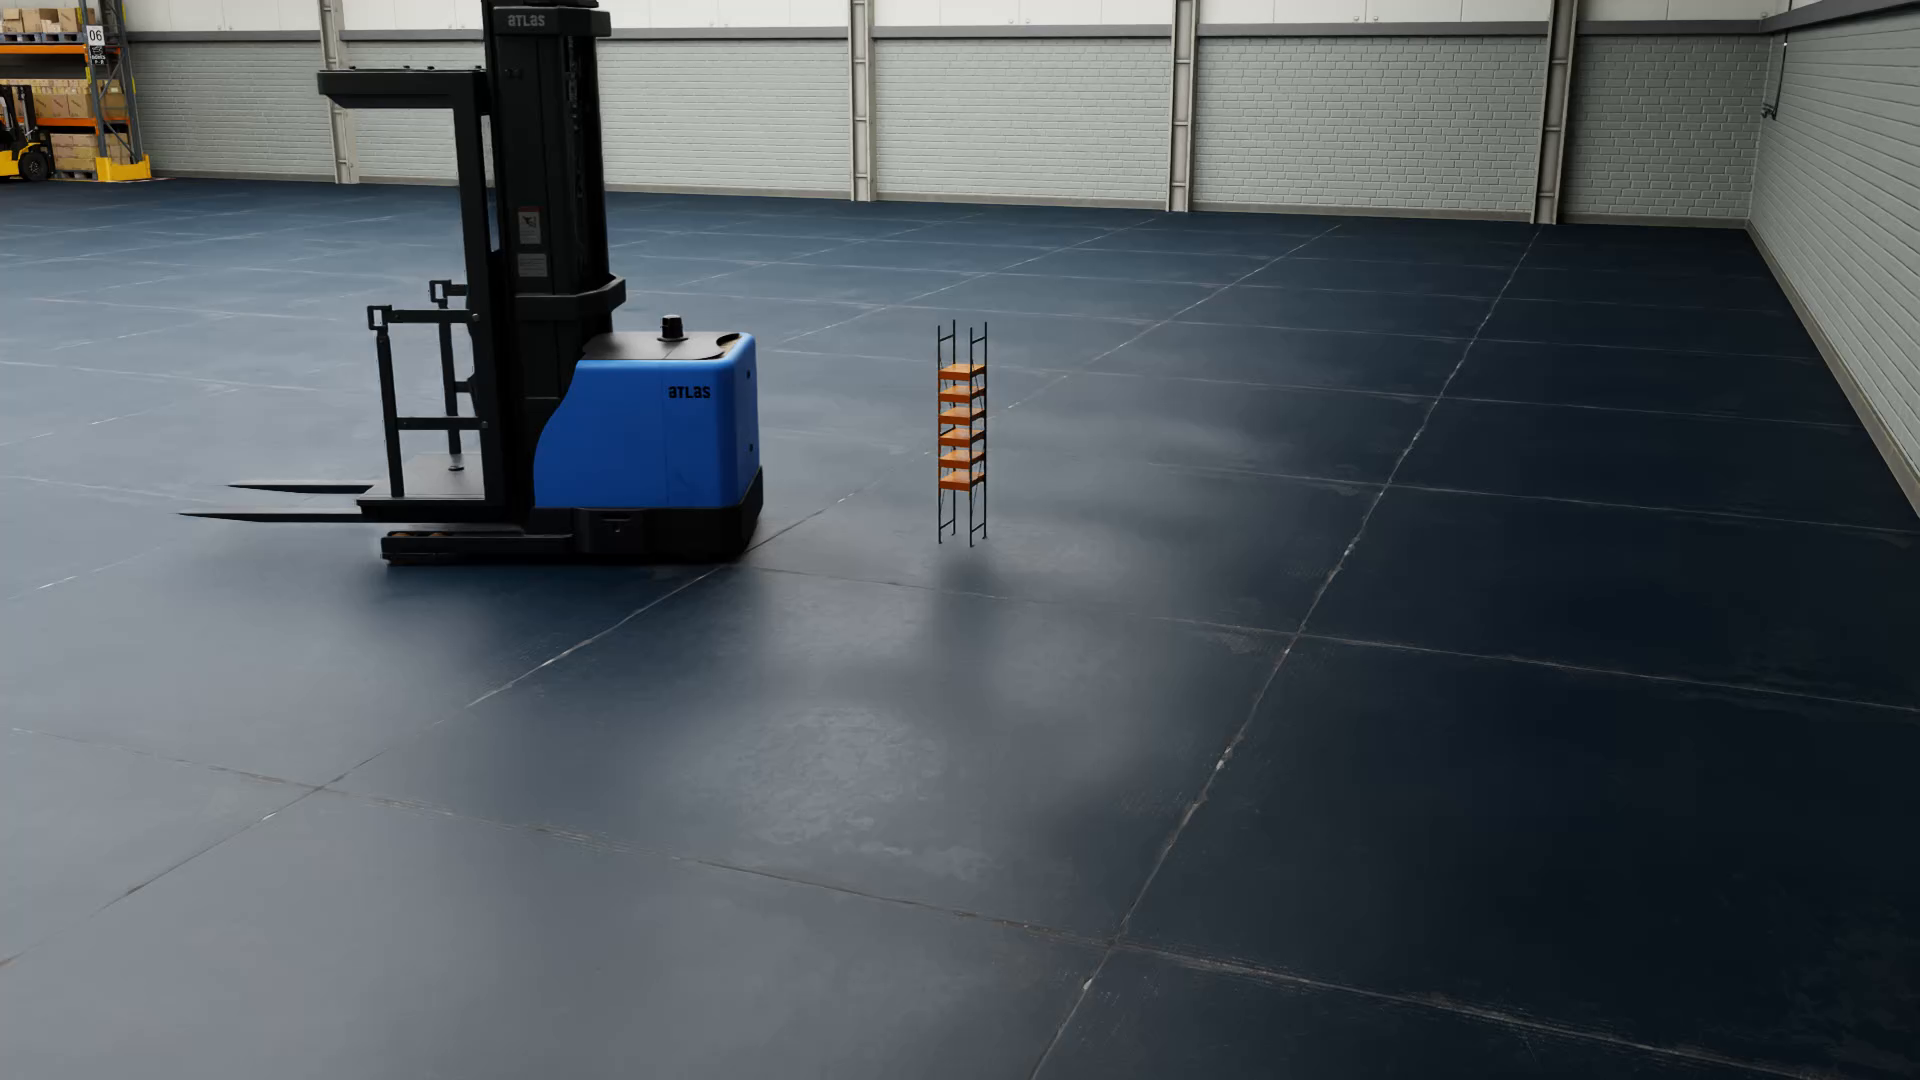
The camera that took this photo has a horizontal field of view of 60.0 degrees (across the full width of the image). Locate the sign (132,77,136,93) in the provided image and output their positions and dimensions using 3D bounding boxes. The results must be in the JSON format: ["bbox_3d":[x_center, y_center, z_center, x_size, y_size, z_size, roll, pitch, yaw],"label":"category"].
[{"bbox_3d":[-18.003,-9.896,36.187,0.005,0.325,0.100,6,17,21],"label":"sign"}]

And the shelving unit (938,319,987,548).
[{"bbox_3d":[0.013,-0.575,9.001,0.189,1.200,0.258,6,17,21],"label":"shelving unit"}]

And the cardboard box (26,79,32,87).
[{"bbox_3d":[-20.052,-9.939,36.153,0.250,0.149,0.380,7,17,21],"label":"cardboard box"}]

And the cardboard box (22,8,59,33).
[{"bbox_3d":[-19.629,-11.150,35.709,0.500,0.500,0.700,6,17,21],"label":"cardboard box"}]

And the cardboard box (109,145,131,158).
[{"bbox_3d":[-18.573,-8.522,36.432,0.500,0.250,0.500,7,17,22],"label":"cardboard box"}]

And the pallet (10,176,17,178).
[{"bbox_3d":[-21.209,-8.277,37.306,1.213,0.211,1.003,6,17,21],"label":"pallet"}]

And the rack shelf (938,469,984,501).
[{"bbox_3d":[0.013,-0.302,9.081,0.180,0.103,0.258,6,17,21],"label":"rack shelf"}]

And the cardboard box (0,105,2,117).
[{"bbox_3d":[-21.125,-9.594,36.663,0.500,0.500,0.500,7,17,22],"label":"cardboard box"}]

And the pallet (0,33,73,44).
[{"bbox_3d":[-19.999,-10.901,36.120,1.213,0.211,1.003,6,17,21],"label":"pallet"}]

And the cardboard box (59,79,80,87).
[{"bbox_3d":[-19.117,-9.821,35.745,0.250,0.149,0.380,7,17,22],"label":"cardboard box"}]

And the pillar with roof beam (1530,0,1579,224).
[{"bbox_3d":[7.799,-8.300,21.623,0.400,9.000,9.100,6,17,21],"label":"pillar with roof beam"}]

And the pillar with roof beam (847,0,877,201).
[{"bbox_3d":[-3.364,-9.527,25.851,0.400,9.000,9.100,6,17,21],"label":"pillar with roof beam"}]

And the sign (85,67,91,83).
[{"bbox_3d":[-18.424,-9.830,35.151,0.005,0.325,0.100,6,17,21],"label":"sign"}]

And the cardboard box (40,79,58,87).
[{"bbox_3d":[-19.604,-9.863,35.892,0.250,0.149,0.380,7,18,22],"label":"cardboard box"}]

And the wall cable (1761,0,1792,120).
[{"bbox_3d":[11.634,-7.281,23.682,0.112,2.526,3.097,6,17,21],"label":"wall cable"}]

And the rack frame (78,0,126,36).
[{"bbox_3d":[-18.212,-12.180,34.989,0.127,3.000,1.000,6,17,21],"label":"rack frame"}]

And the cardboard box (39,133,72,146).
[{"bbox_3d":[-19.705,-8.727,36.238,0.500,0.250,0.500,7,17,21],"label":"cardboard box"}]

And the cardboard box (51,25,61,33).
[{"bbox_3d":[-19.094,-10.875,35.391,0.250,0.149,0.380,6,17,19],"label":"cardboard box"}]

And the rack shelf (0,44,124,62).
[{"bbox_3d":[-20.073,-10.599,36.212,4.000,0.370,1.077,6,17,21],"label":"rack shelf"}]

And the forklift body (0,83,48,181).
[{"bbox_3d":[-20.645,-8.612,34.982,1.214,2.155,2.313,6,17,21],"label":"forklift body"}]

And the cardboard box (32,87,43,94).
[{"bbox_3d":[-19.840,-9.746,36.023,0.250,0.149,0.380,6,17,21],"label":"cardboard box"}]

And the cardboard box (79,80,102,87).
[{"bbox_3d":[-18.623,-9.784,35.618,0.250,0.149,0.380,6,17,21],"label":"cardboard box"}]

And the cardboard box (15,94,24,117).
[{"bbox_3d":[-20.194,-9.486,36.289,0.500,0.500,0.500,6,17,21],"label":"cardboard box"}]

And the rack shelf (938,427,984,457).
[{"bbox_3d":[0.013,-0.532,9.014,0.180,0.103,0.258,6,17,21],"label":"rack shelf"}]

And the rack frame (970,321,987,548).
[{"bbox_3d":[0.099,-0.565,8.969,0.006,1.200,0.240,6,17,21],"label":"rack frame"}]

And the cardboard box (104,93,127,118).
[{"bbox_3d":[-18.571,-9.470,36.234,0.500,0.500,0.500,7,18,22],"label":"cardboard box"}]

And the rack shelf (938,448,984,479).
[{"bbox_3d":[0.013,-0.417,9.047,0.180,0.103,0.258,6,17,21],"label":"rack shelf"}]

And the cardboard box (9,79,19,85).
[{"bbox_3d":[-20.518,-9.990,36.329,0.250,0.149,0.380,6,17,20],"label":"cardboard box"}]

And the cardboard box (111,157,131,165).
[{"bbox_3d":[-18.597,-8.281,36.498,0.500,0.250,0.500,6,17,21],"label":"cardboard box"}]

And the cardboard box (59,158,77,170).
[{"bbox_3d":[-19.224,-8.200,36.217,0.500,0.250,0.500,6,17,21],"label":"cardboard box"}]

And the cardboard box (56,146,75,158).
[{"bbox_3d":[-19.242,-8.443,36.159,0.500,0.250,0.500,6,17,20],"label":"cardboard box"}]

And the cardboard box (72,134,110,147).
[{"bbox_3d":[-18.755,-8.627,35.895,0.500,0.250,0.500,7,18,22],"label":"cardboard box"}]

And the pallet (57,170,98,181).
[{"bbox_3d":[-18.939,-8.028,36.446,1.213,0.211,1.003,6,17,21],"label":"pallet"}]

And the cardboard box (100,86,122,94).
[{"bbox_3d":[-18.432,-9.761,36.072,0.250,0.149,0.380,6,17,19],"label":"cardboard box"}]

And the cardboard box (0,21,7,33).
[{"bbox_3d":[-20.664,-11.103,35.969,0.258,0.266,0.396,6,17,19],"label":"cardboard box"}]

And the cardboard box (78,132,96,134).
[{"bbox_3d":[-19.056,-8.809,36.522,0.500,0.250,0.500,6,17,21],"label":"cardboard box"}]

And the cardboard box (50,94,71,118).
[{"bbox_3d":[-19.245,-9.385,35.942,0.500,0.500,0.500,7,18,22],"label":"cardboard box"}]

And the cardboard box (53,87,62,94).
[{"bbox_3d":[-19.331,-9.711,35.900,0.250,0.149,0.380,6,17,20],"label":"cardboard box"}]

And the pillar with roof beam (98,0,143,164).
[{"bbox_3d":[-20.109,-11.369,32.194,0.400,9.000,9.100,6,17,21],"label":"pillar with roof beam"}]

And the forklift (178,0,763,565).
[{"bbox_3d":[-2.655,-1.424,8.822,3.031,2.935,1.130,0,16,1],"label":"forklift"}]

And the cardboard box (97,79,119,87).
[{"bbox_3d":[-18.446,-9.891,35.989,0.250,0.149,0.380,6,17,20],"label":"cardboard box"}]

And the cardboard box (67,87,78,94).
[{"bbox_3d":[-18.886,-9.640,35.657,0.250,0.149,0.380,7,17,22],"label":"cardboard box"}]
